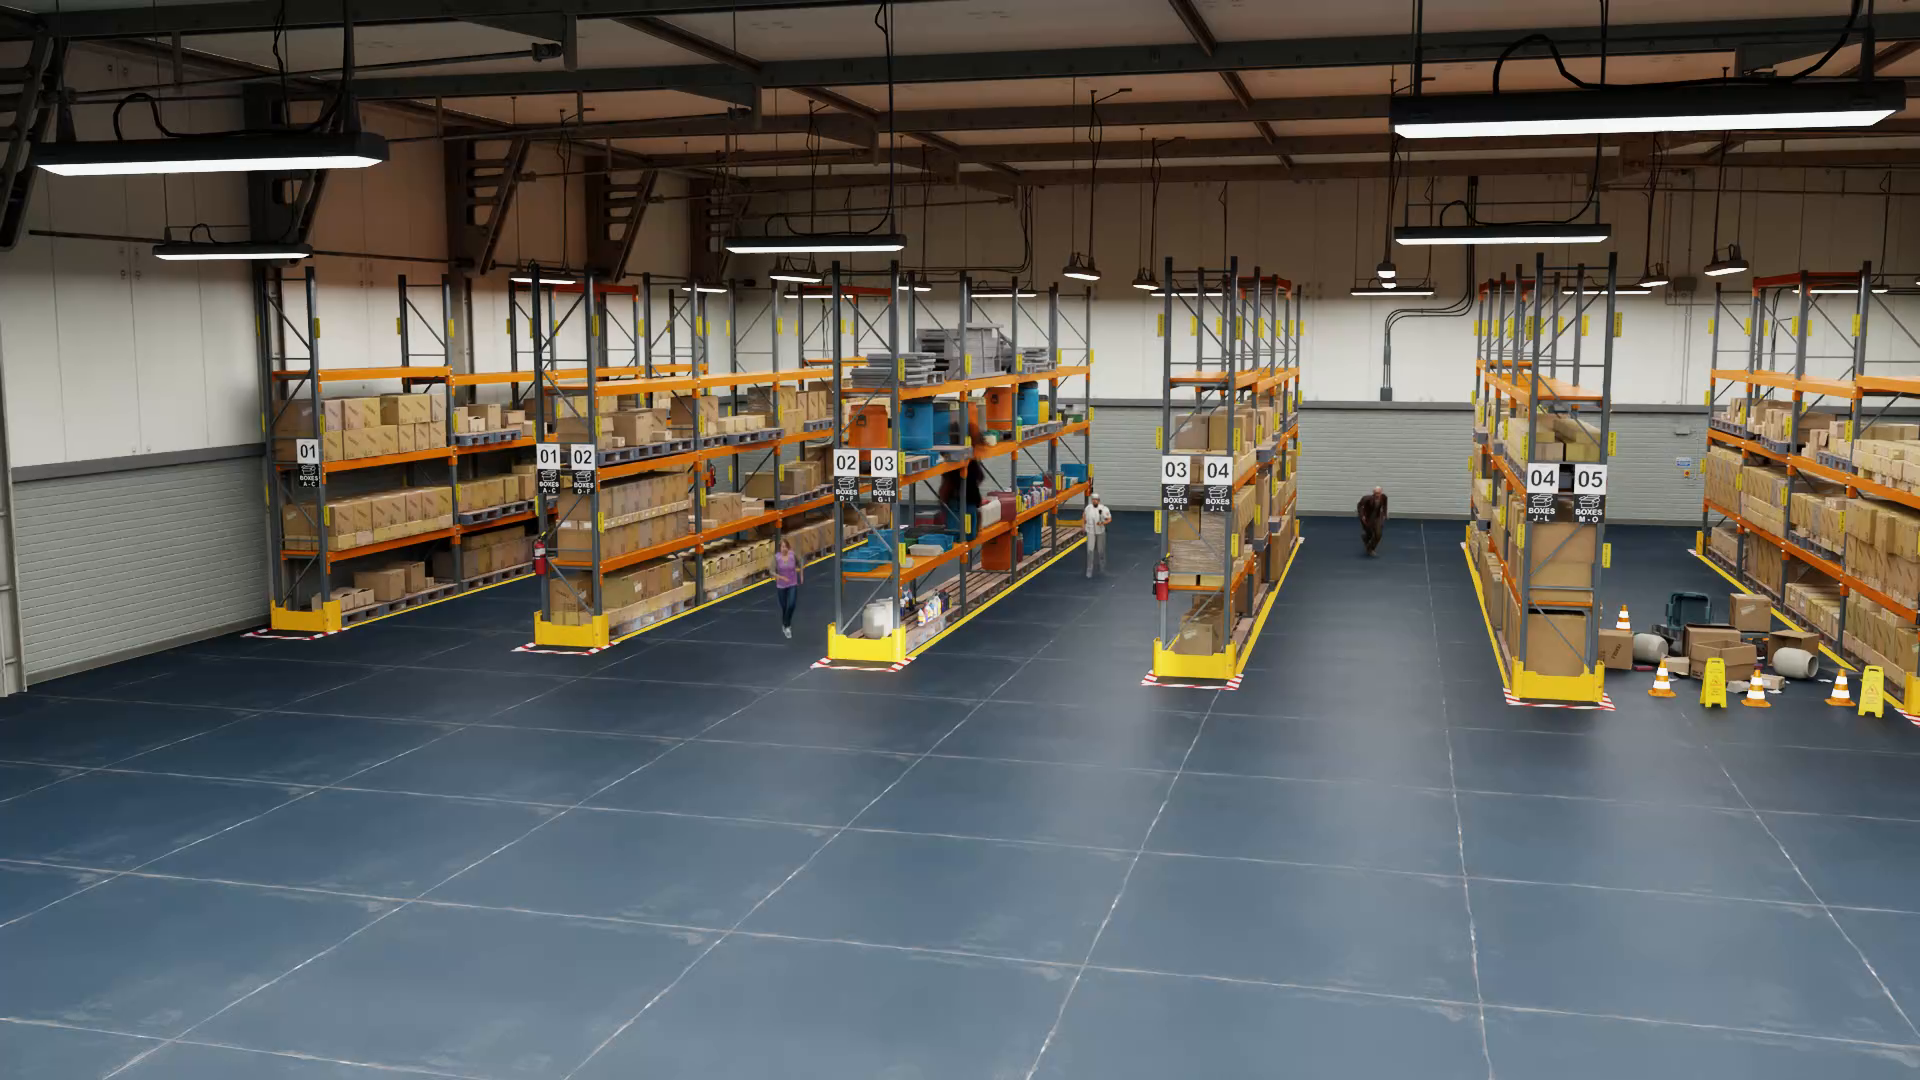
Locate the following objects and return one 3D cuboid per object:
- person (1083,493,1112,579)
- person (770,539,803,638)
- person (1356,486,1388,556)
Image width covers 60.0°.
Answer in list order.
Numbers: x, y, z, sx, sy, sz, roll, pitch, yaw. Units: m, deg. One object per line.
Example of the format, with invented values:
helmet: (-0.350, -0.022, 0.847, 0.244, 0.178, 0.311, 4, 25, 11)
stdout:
person: (2.776, -0.105, 33.705, 0.611, 1.714, 0.808, 2, 7, 13)
person: (-2.739, 0.737, 26.351, 0.512, 1.572, 0.732, 0, 7, 0)
person: (9.105, -0.446, 36.928, 0.722, 1.578, 1.036, -1, 7, -6)
